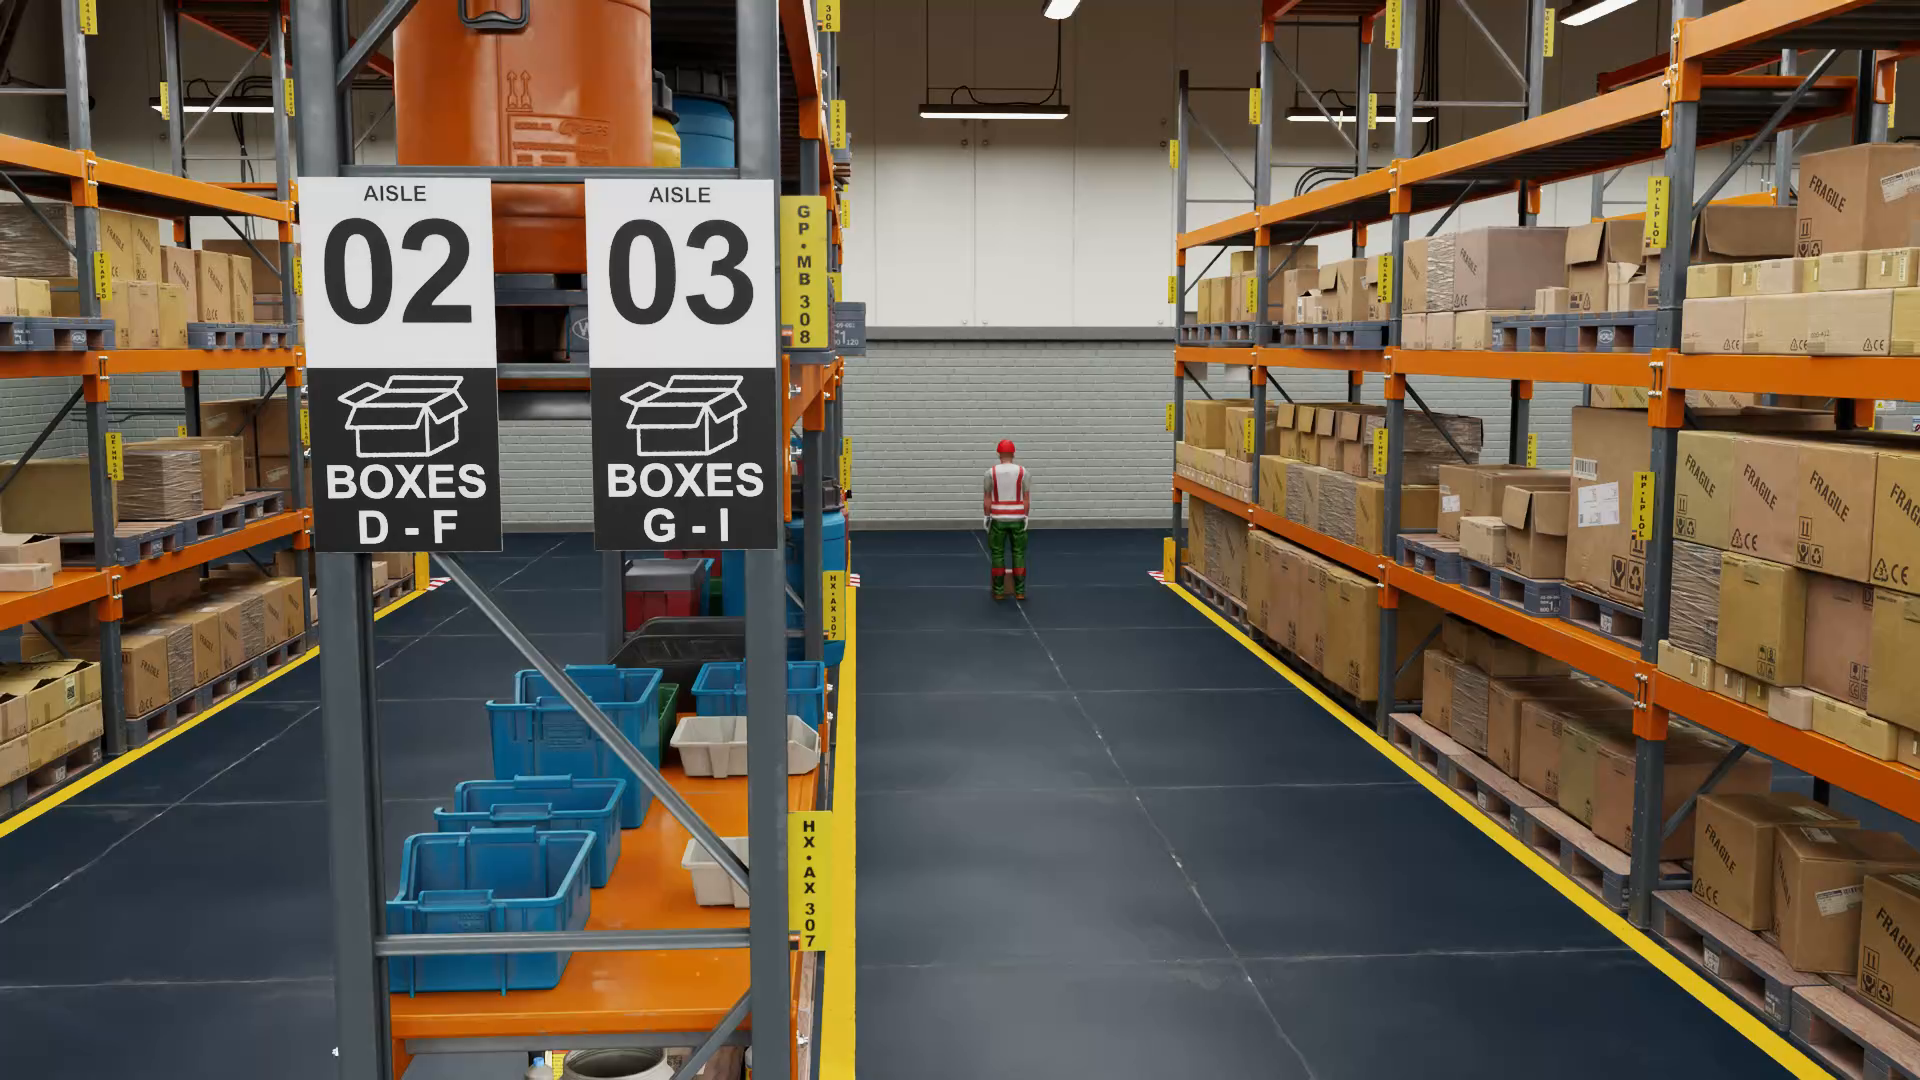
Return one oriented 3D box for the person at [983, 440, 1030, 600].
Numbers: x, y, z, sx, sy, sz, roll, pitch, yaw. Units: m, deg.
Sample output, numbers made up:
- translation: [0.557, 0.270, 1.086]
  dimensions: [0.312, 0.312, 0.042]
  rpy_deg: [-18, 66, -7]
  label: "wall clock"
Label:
- translation: [0.518, -0.223, 18.555]
  dimensions: [0.526, 1.781, 0.343]
  rpy_deg: [0, 7, -3]
  label: "person"
